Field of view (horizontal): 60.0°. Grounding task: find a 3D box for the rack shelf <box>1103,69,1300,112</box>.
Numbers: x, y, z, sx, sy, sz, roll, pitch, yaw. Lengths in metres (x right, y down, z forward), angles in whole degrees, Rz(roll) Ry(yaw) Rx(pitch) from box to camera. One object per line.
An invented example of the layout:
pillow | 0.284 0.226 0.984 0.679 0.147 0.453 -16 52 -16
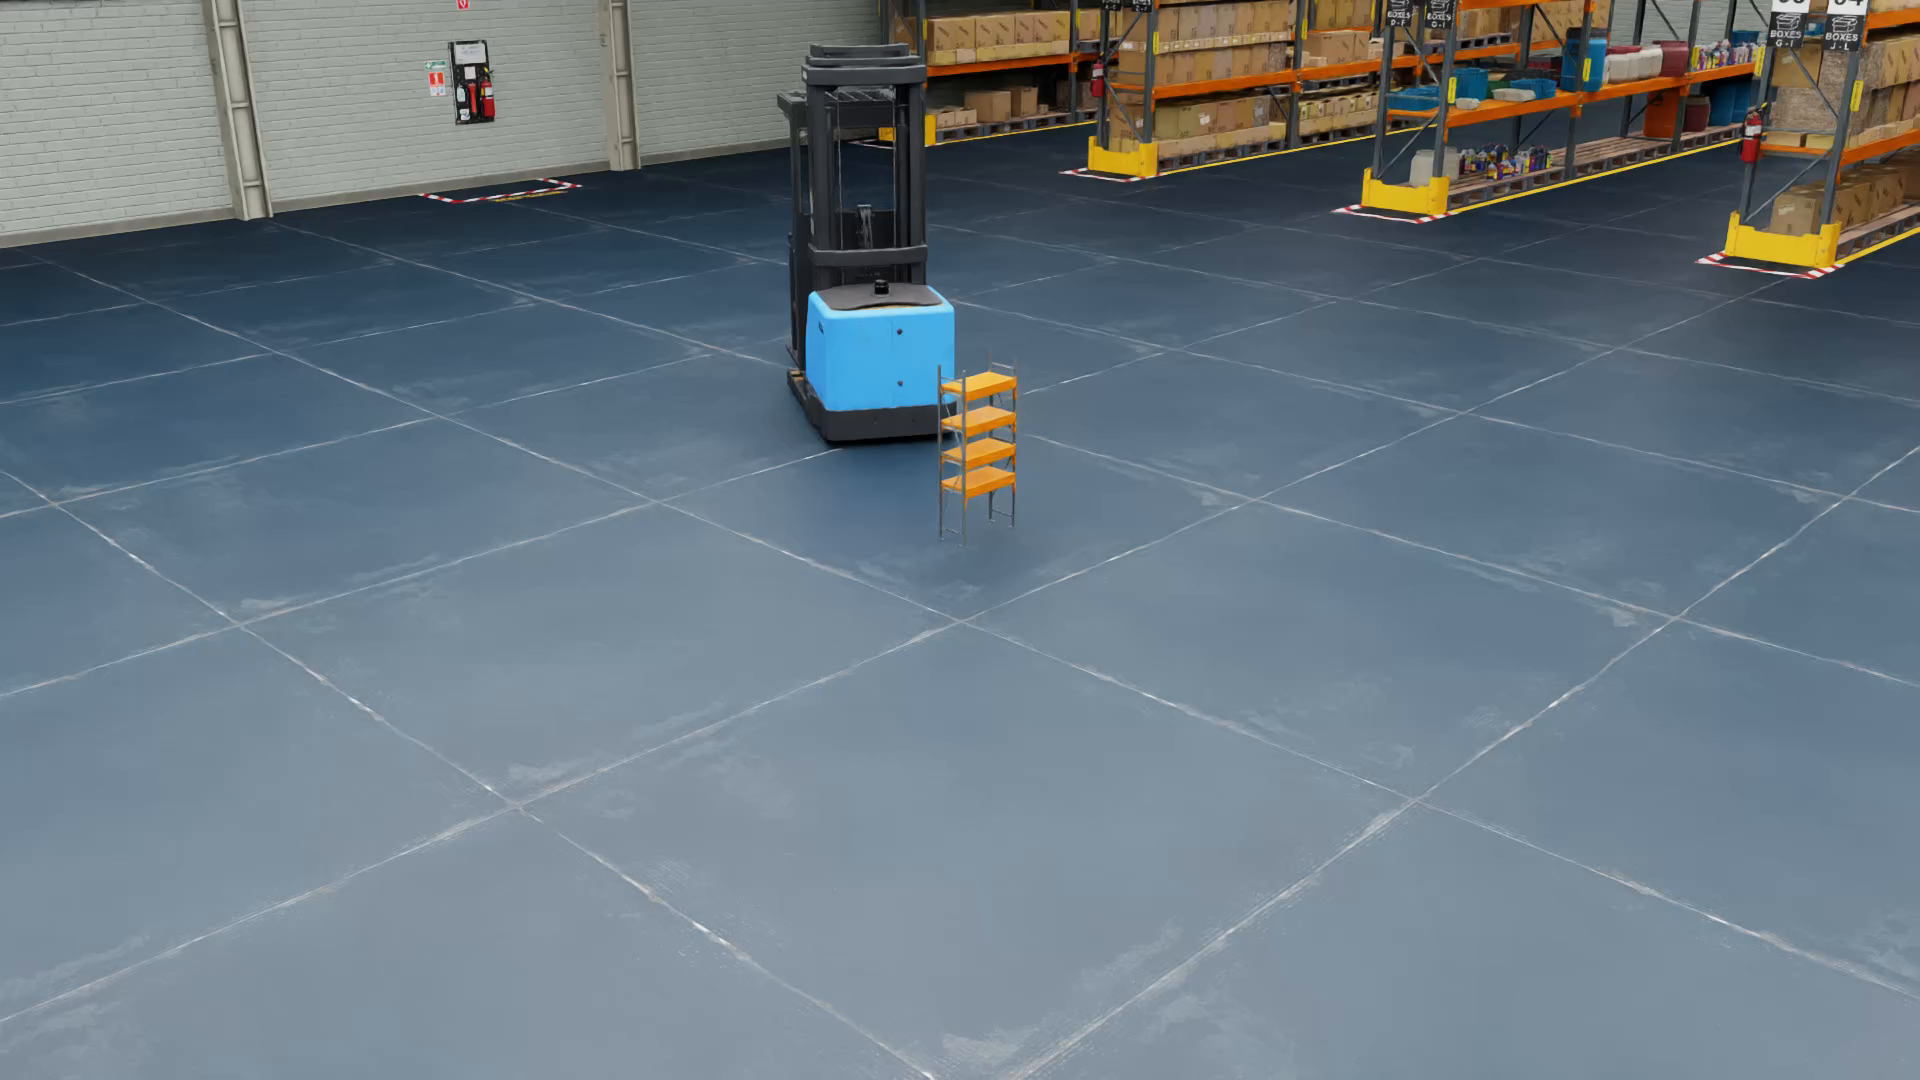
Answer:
rack shelf | 3.956 -7.368 27.067 1.077 0.370 4.000 19 28 41

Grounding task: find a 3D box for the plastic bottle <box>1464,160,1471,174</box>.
plastic bottle | 7.469 -5.497 24.484 0.097 0.201 0.097 0 21 0

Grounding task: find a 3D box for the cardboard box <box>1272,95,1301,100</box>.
cardboard box | 5.787 -7.704 29.402 0.500 0.311 0.500 -19 28 -41

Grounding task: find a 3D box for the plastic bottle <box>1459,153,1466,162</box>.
plastic bottle | 7.367 -5.559 24.539 0.152 0.276 0.135 18 28 39

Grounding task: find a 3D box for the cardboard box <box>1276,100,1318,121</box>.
cardboard box | 5.818 -7.436 28.707 0.500 0.311 0.500 19 28 41

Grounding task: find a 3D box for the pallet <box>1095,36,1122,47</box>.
pallet | 3.238 -9.877 32.857 1.003 0.211 1.213 19 28 41

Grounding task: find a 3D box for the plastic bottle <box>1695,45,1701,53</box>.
plastic bottle | 13.075 -8.655 29.584 0.152 0.276 0.135 19 28 41

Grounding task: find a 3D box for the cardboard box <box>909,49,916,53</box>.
cardboard box | -0.804 -8.537 29.285 0.500 0.250 0.500 -20 28 -41

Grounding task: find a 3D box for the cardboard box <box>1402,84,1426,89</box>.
cardboard box | 8.664 -8.330 31.438 0.500 0.500 0.500 -19 28 -40

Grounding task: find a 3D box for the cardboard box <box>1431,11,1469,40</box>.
cardboard box | 9.275 -9.866 31.839 0.500 0.500 0.700 -14 25 -32

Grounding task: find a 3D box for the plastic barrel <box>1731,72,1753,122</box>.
plastic barrel | 14.087 -8.115 30.346 0.600 0.901 0.708 19 28 41

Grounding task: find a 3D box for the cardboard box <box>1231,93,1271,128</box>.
cardboard box | 4.827 -7.181 27.779 0.500 0.500 0.500 19 28 41

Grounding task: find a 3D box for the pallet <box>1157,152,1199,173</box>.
pallet | 3.064 -6.095 26.639 1.003 0.211 1.213 19 28 41

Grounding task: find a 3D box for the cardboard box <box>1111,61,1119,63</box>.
cardboard box | 3.327 -9.411 33.205 0.500 0.250 0.500 19 28 40

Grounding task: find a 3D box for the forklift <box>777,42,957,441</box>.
forklift | -0.882 -2.632 13.836 1.130 2.935 3.031 -5 22 -13

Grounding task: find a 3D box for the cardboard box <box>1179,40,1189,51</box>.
cardboard box | 3.346 -7.719 25.932 0.380 0.149 0.250 19 28 41

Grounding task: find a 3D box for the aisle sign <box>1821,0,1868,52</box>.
aisle sign | 9.828 -5.832 18.444 0.394 0.787 0.004 19 28 41

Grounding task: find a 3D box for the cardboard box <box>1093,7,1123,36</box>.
cardboard box | 3.011 -10.150 32.549 0.500 0.500 0.700 -16 26 -35

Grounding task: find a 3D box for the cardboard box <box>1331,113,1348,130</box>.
cardboard box | 6.527 -7.437 29.491 0.500 0.250 0.500 18 28 39

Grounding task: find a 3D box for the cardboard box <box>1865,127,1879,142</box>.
cardboard box | 10.738 -4.858 19.883 0.380 0.149 0.250 19 28 41

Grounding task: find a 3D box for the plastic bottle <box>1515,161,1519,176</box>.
plastic bottle | 8.117 -5.429 24.305 0.097 0.201 0.097 0 21 0

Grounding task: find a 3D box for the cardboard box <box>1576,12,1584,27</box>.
cardboard box | 12.894 -10.905 35.126 0.500 0.500 0.500 20 28 41

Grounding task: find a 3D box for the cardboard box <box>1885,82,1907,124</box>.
cardboard box | 11.059 -5.432 20.471 0.875 0.500 0.500 19 28 41

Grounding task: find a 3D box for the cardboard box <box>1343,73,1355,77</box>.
cardboard box | 8.688 -10.969 38.331 0.500 0.500 0.700 -19 28 -41

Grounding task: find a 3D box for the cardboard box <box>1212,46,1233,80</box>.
cardboard box | 3.974 -7.752 26.923 0.500 0.500 0.700 -19 28 -40

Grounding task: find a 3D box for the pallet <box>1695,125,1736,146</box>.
pallet | 13.059 -7.229 29.589 1.003 0.211 1.213 19 28 41

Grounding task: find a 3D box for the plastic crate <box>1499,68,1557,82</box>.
plastic crate | 8.441 -6.846 24.791 0.767 0.338 0.504 19 28 41

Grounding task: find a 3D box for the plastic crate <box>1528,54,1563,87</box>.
plastic crate | 9.016 -7.208 25.559 0.402 0.464 0.583 19 28 41

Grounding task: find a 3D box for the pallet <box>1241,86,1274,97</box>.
pallet | 6.045 -9.680 35.964 1.003 0.211 1.213 19 28 41

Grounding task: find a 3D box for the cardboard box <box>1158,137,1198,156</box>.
cardboard box | 3.441 -6.314 26.568 0.500 0.250 0.500 19 28 41

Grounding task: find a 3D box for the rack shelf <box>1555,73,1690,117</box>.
rack shelf | 10.293 -7.156 26.514 1.077 0.370 4.000 19 28 41

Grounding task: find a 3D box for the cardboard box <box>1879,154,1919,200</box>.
cardboard box | 12.890 -4.929 22.588 0.700 0.500 0.500 17 27 37

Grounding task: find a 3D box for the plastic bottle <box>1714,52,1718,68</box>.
plastic bottle | 12.899 -8.211 28.437 0.097 0.271 0.097 0 21 0

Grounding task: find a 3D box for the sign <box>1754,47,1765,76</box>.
sign | 9.272 -5.542 19.257 0.100 0.325 0.005 19 28 41

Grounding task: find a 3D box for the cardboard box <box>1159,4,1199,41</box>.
cardboard box | 3.296 -8.109 26.044 0.700 0.500 0.500 18 28 39

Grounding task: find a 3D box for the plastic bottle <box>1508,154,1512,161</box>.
plastic bottle | 8.103 -5.531 24.456 0.061 0.283 0.133 19 28 41

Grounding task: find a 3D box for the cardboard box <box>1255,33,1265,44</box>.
cardboard box | 4.778 -8.245 27.302 0.380 0.149 0.250 19 28 41

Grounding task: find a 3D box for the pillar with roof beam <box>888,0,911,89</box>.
pillar with roof beam | 1.962 -10.548 25.975 9.100 9.000 0.400 19 28 41

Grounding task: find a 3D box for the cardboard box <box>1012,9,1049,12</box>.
cardboard box | 1.322 -9.678 31.209 0.500 0.500 0.500 18 28 39

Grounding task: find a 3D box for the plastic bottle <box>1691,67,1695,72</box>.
plastic bottle | 12.222 -7.978 27.823 0.152 0.276 0.135 19 28 41

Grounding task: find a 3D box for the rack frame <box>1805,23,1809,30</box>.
rack frame | 17.269 -10.062 33.073 1.000 3.000 0.127 19 28 41

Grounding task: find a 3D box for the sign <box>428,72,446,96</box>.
sign | -7.519 -6.558 23.905 0.001 0.329 0.234 19 28 41

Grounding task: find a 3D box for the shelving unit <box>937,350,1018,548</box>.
shelving unit | 0.115 -0.603 10.970 0.258 1.200 0.503 19 28 41

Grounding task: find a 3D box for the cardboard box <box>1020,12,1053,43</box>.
cardboard box | 1.347 -9.418 30.532 0.500 0.500 0.500 19 28 40

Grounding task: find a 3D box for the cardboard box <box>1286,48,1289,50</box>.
cardboard box | 5.833 -8.427 29.007 0.396 0.266 0.258 18 28 39

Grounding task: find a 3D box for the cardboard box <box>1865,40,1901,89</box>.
cardboard box | 10.589 -5.562 19.416 0.500 0.500 0.500 19 28 41

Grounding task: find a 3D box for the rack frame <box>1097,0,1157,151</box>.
rack frame | 2.561 -7.190 25.600 1.000 3.000 0.127 19 28 41

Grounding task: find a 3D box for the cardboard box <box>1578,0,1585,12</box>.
cardboard box | 12.899 -11.368 34.938 0.500 0.500 0.500 -19 28 -41

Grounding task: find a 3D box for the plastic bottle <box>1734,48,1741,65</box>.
plastic bottle | 13.573 -8.476 29.119 0.152 0.276 0.135 19 28 41

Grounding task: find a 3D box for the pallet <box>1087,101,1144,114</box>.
pallet | 3.193 -8.671 33.340 1.003 0.211 1.213 19 28 41

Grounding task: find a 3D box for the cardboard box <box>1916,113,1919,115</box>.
cardboard box | 12.108 -5.381 21.243 0.380 0.149 0.250 19 28 41

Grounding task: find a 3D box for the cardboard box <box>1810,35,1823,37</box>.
cardboard box | 10.558 -5.823 20.096 0.500 0.500 0.500 19 28 41

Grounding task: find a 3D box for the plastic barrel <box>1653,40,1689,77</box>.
plastic barrel | 11.581 -7.874 27.190 0.600 0.536 0.708 19 28 41

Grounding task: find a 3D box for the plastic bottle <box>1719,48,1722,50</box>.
plastic bottle | 13.730 -8.797 30.058 0.097 0.201 0.097 0 21 0

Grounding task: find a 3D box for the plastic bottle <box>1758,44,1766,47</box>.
plastic bottle | 14.435 -8.794 29.946 0.152 0.276 0.135 19 28 41

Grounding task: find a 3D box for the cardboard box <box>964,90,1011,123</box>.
cardboard box | 0.502 -7.945 30.436 0.700 0.500 0.500 17 27 37
